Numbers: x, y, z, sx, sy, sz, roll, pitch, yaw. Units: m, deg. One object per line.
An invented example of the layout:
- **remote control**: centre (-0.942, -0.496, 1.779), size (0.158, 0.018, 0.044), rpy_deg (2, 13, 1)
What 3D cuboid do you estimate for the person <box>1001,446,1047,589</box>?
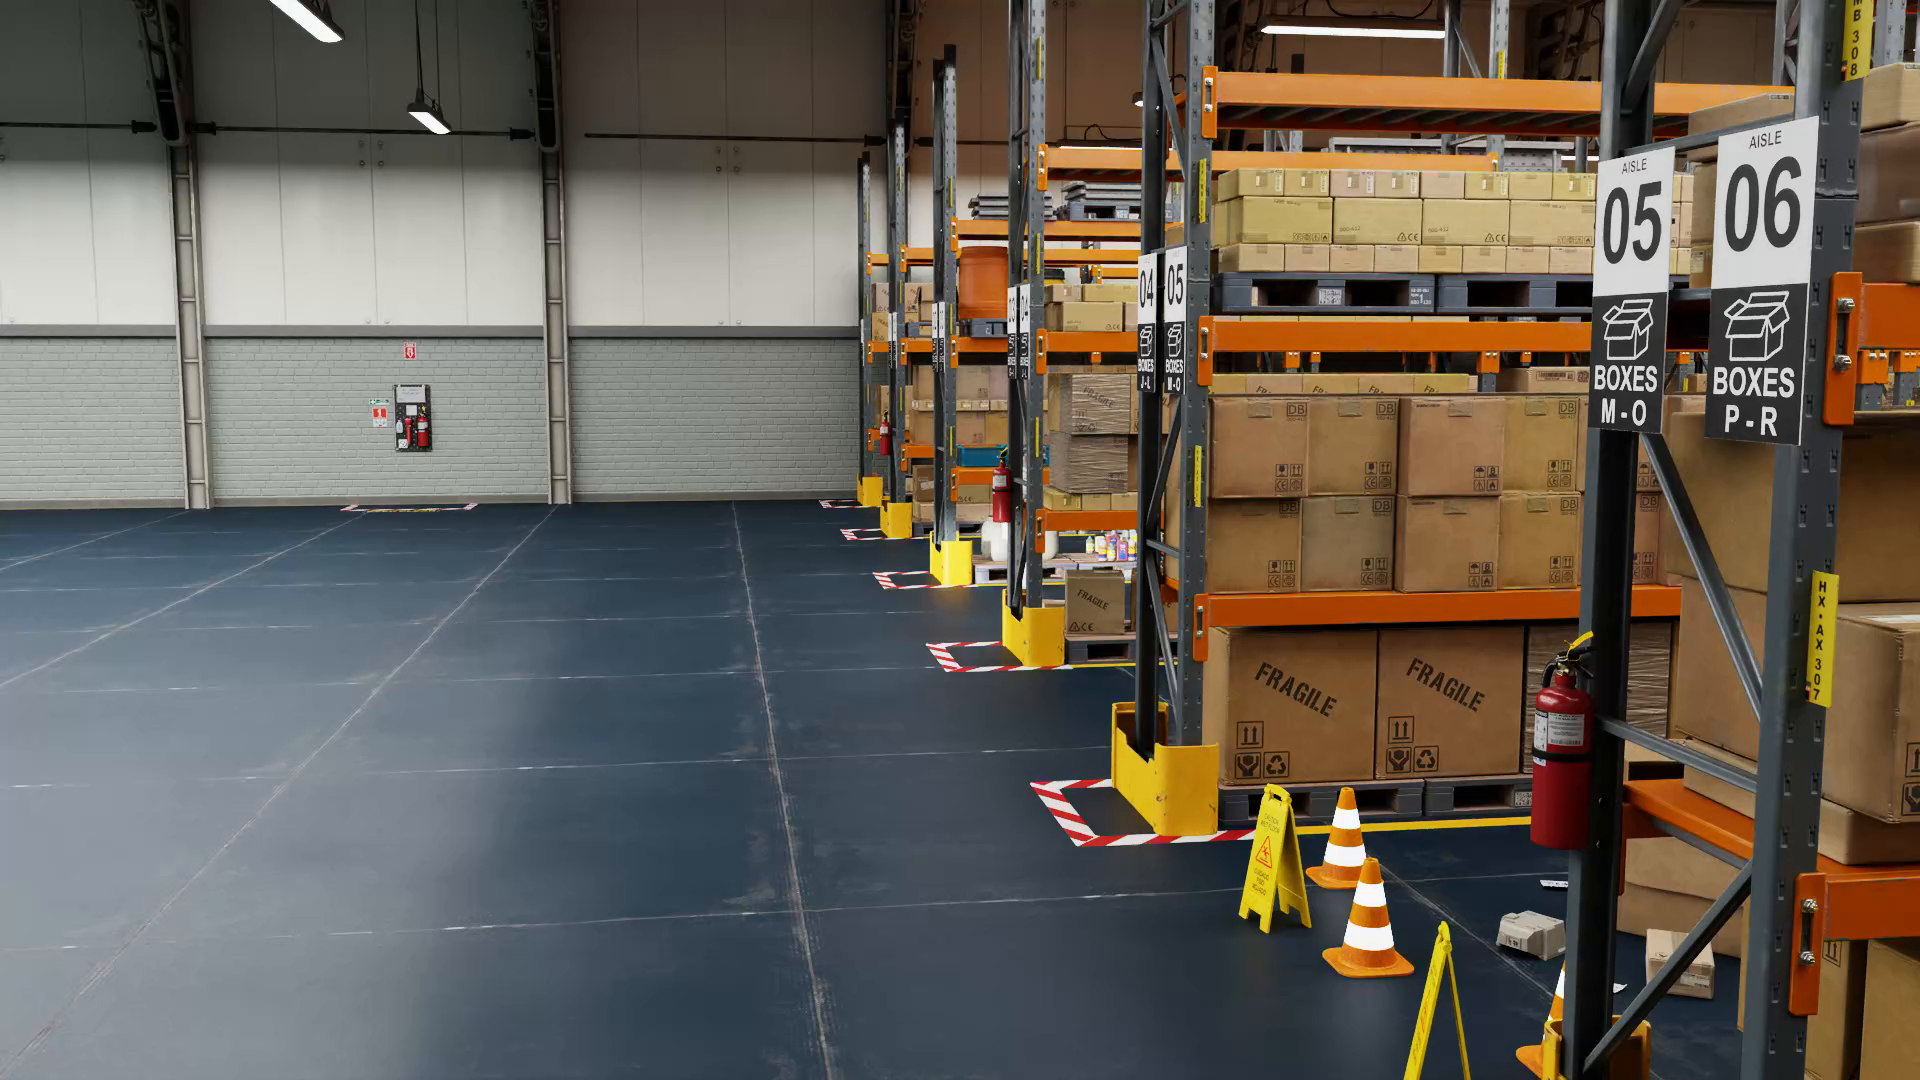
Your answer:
- **person**: centre (0.622, -0.033, 15.975), size (0.437, 1.747, 0.583), rpy_deg (1, 7, 11)
